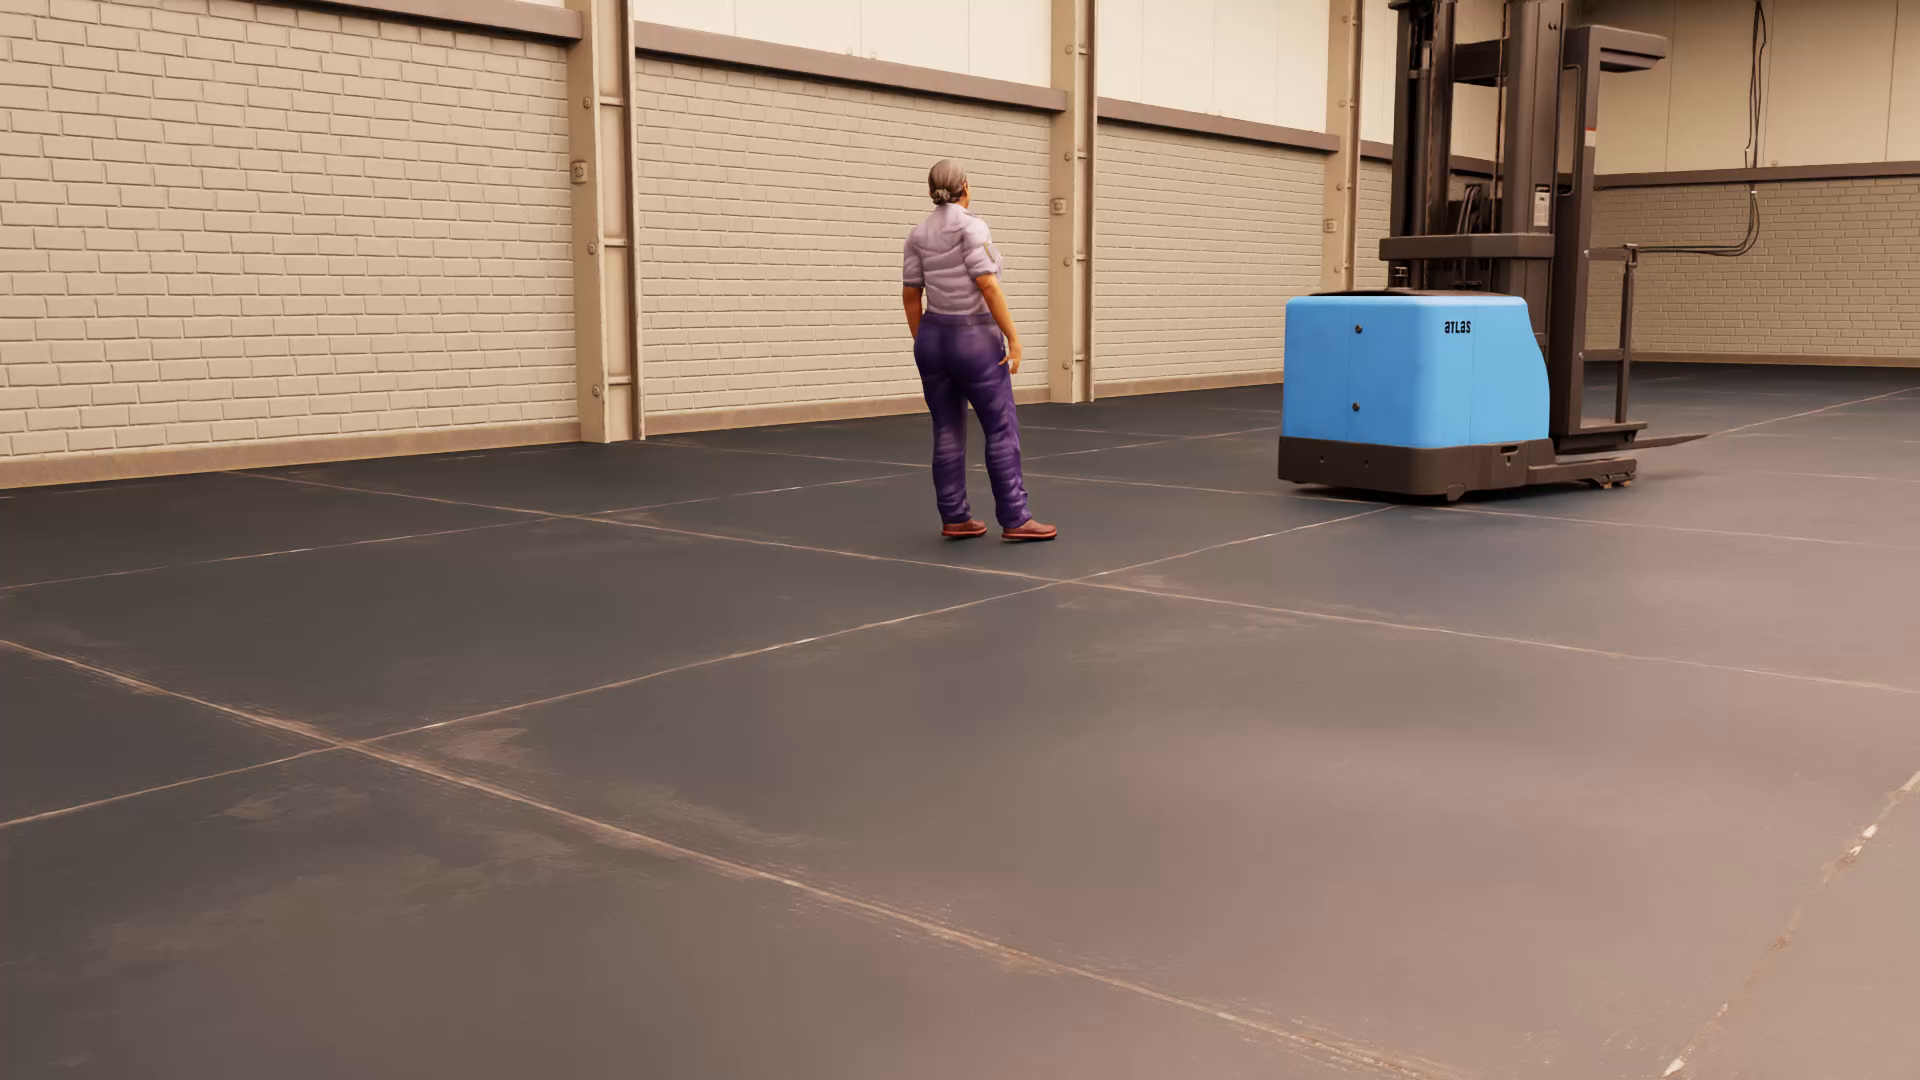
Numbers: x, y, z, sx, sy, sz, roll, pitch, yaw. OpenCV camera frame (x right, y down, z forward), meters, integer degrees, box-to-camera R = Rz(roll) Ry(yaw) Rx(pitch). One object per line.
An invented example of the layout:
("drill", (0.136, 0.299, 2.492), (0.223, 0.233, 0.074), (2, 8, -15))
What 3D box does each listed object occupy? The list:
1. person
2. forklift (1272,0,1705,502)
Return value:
("person", (0.075, -0.830, 7.340), (0.598, 1.651, 0.502), (7, 11, 38))
("forklift", (3.209, -1.788, 9.501), (3.031, 2.935, 1.130), (-6, 10, -36))
